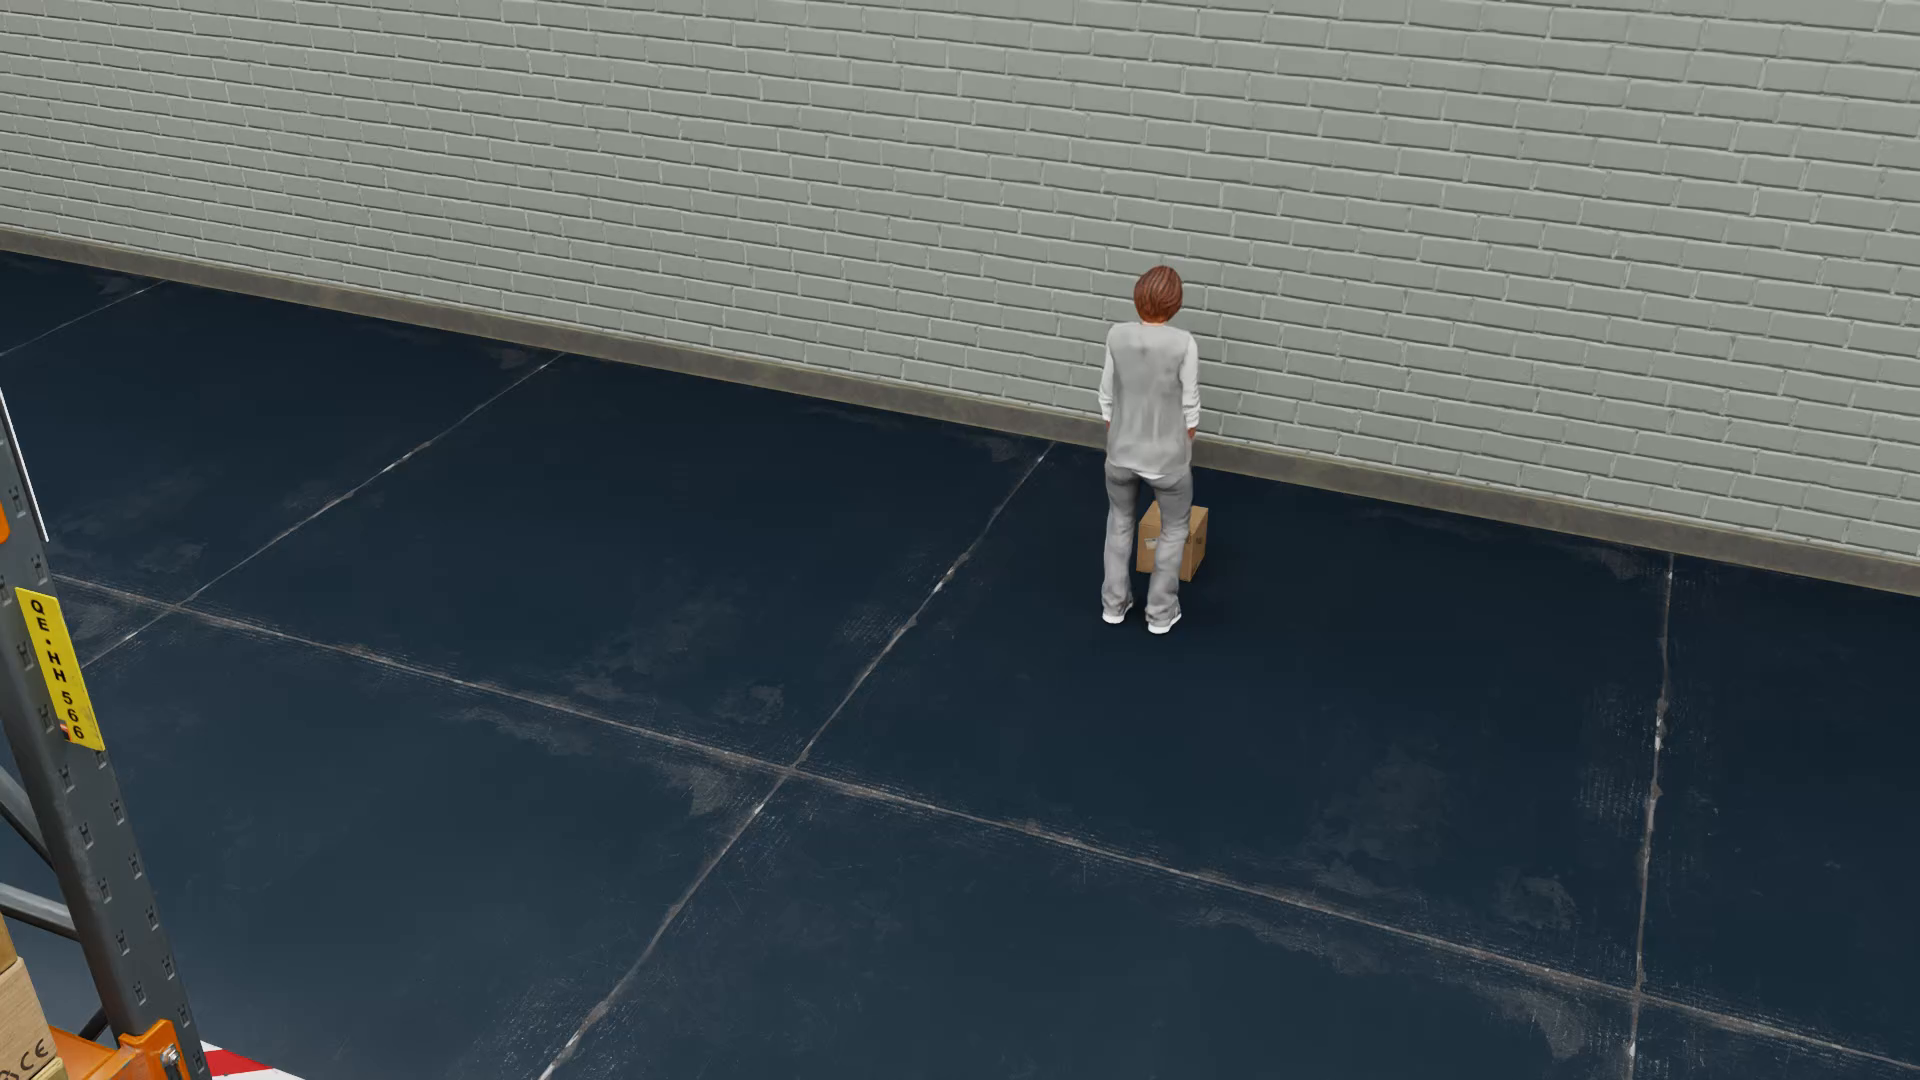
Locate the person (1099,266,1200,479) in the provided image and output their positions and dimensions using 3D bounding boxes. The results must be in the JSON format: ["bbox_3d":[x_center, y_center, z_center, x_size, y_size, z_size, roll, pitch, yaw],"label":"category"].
[{"bbox_3d":[0.753,-0.642,6.610,0.423,0.887,0.368,12,32,20],"label":"person"}]
